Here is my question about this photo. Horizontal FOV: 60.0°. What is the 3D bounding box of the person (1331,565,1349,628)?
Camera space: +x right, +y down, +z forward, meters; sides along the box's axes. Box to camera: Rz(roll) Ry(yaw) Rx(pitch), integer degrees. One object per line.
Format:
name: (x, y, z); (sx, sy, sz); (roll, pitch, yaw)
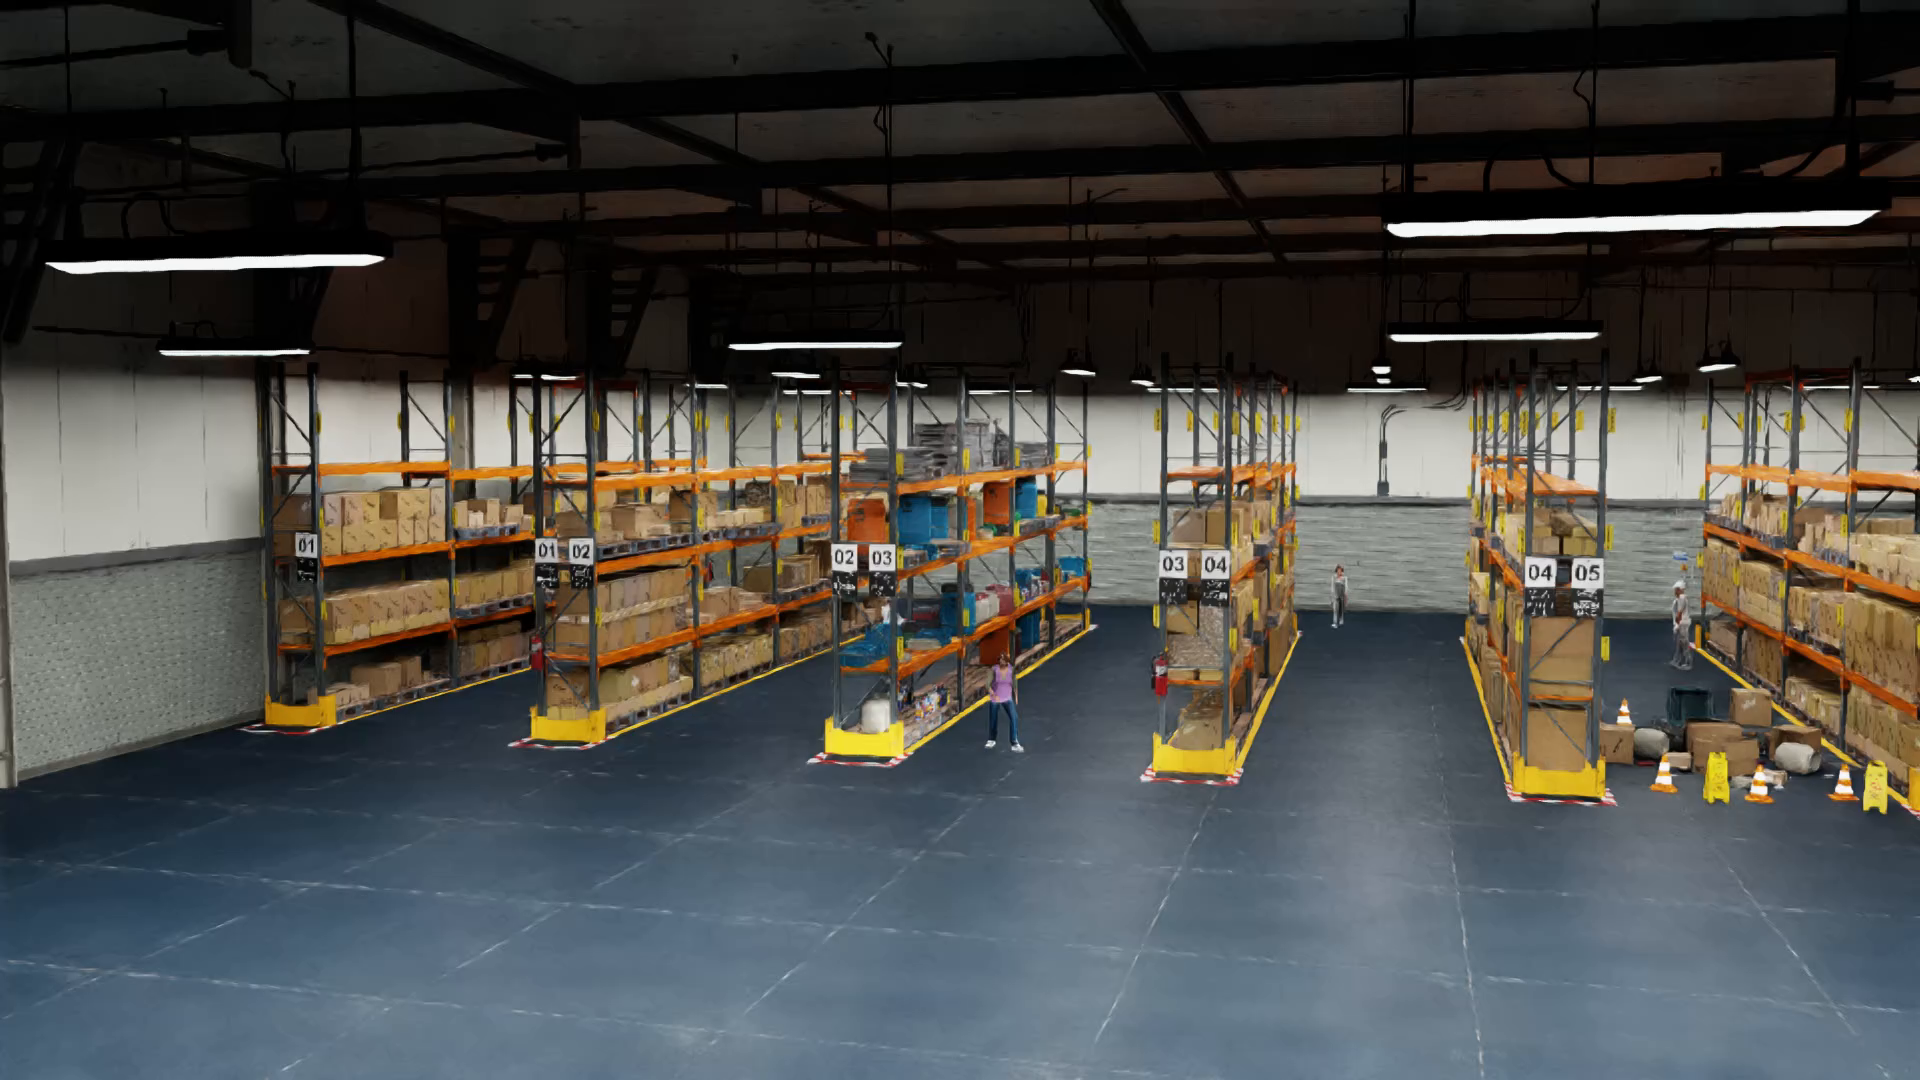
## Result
person: (9.311, 1.363, 40.758); (0.415, 1.517, 1.032); (1, 4, 12)

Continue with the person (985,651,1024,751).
person: (0.650, 2.440, 25.396); (0.563, 1.531, 0.755); (0, 4, -6)

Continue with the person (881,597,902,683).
person: (-1.284, 1.849, 32.033); (0.450, 1.776, 0.584); (-1, 4, -17)

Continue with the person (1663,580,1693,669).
person: (14.655, 1.711, 33.900); (0.579, 1.782, 0.678); (2, 5, 27)
